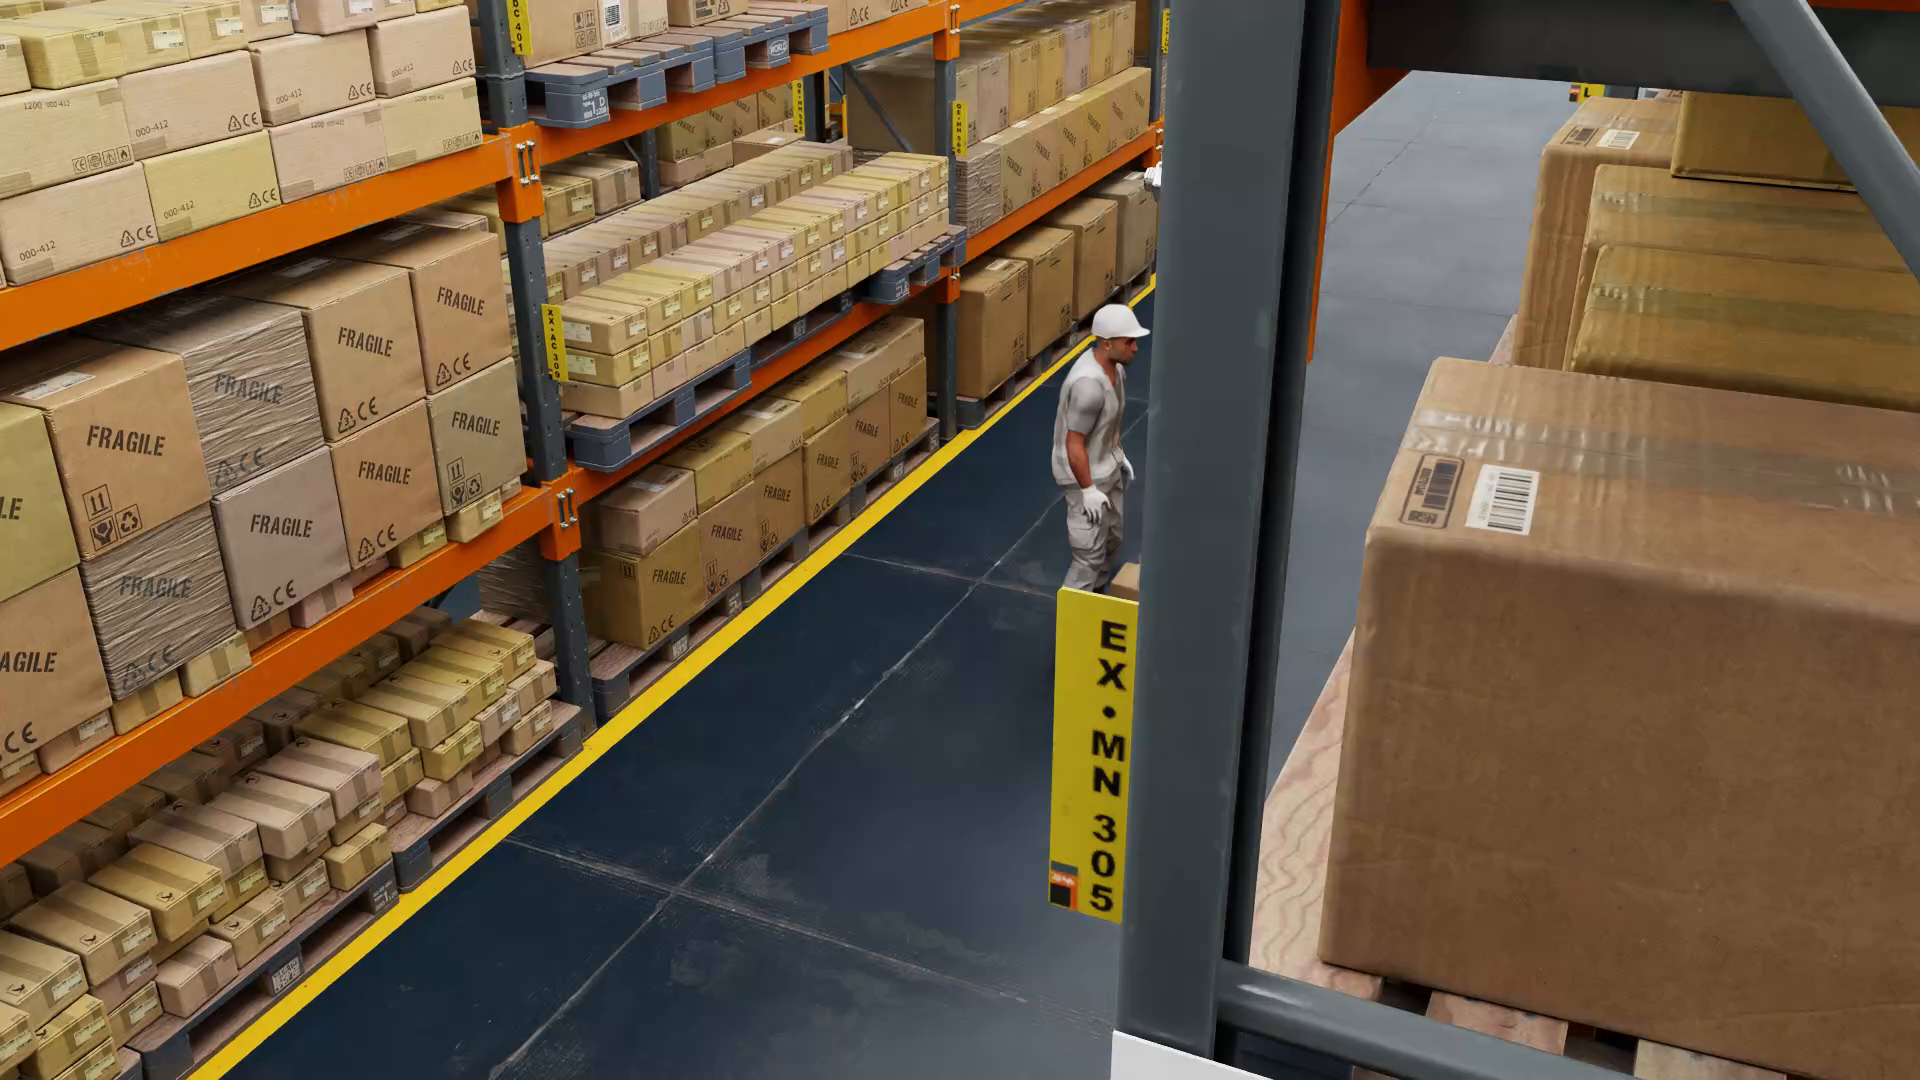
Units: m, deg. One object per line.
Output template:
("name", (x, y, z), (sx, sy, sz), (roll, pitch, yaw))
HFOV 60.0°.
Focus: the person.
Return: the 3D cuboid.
("person", (0.681, -0.303, 8.218), (0.435, 1.781, 0.568), (10, 28, 20))
